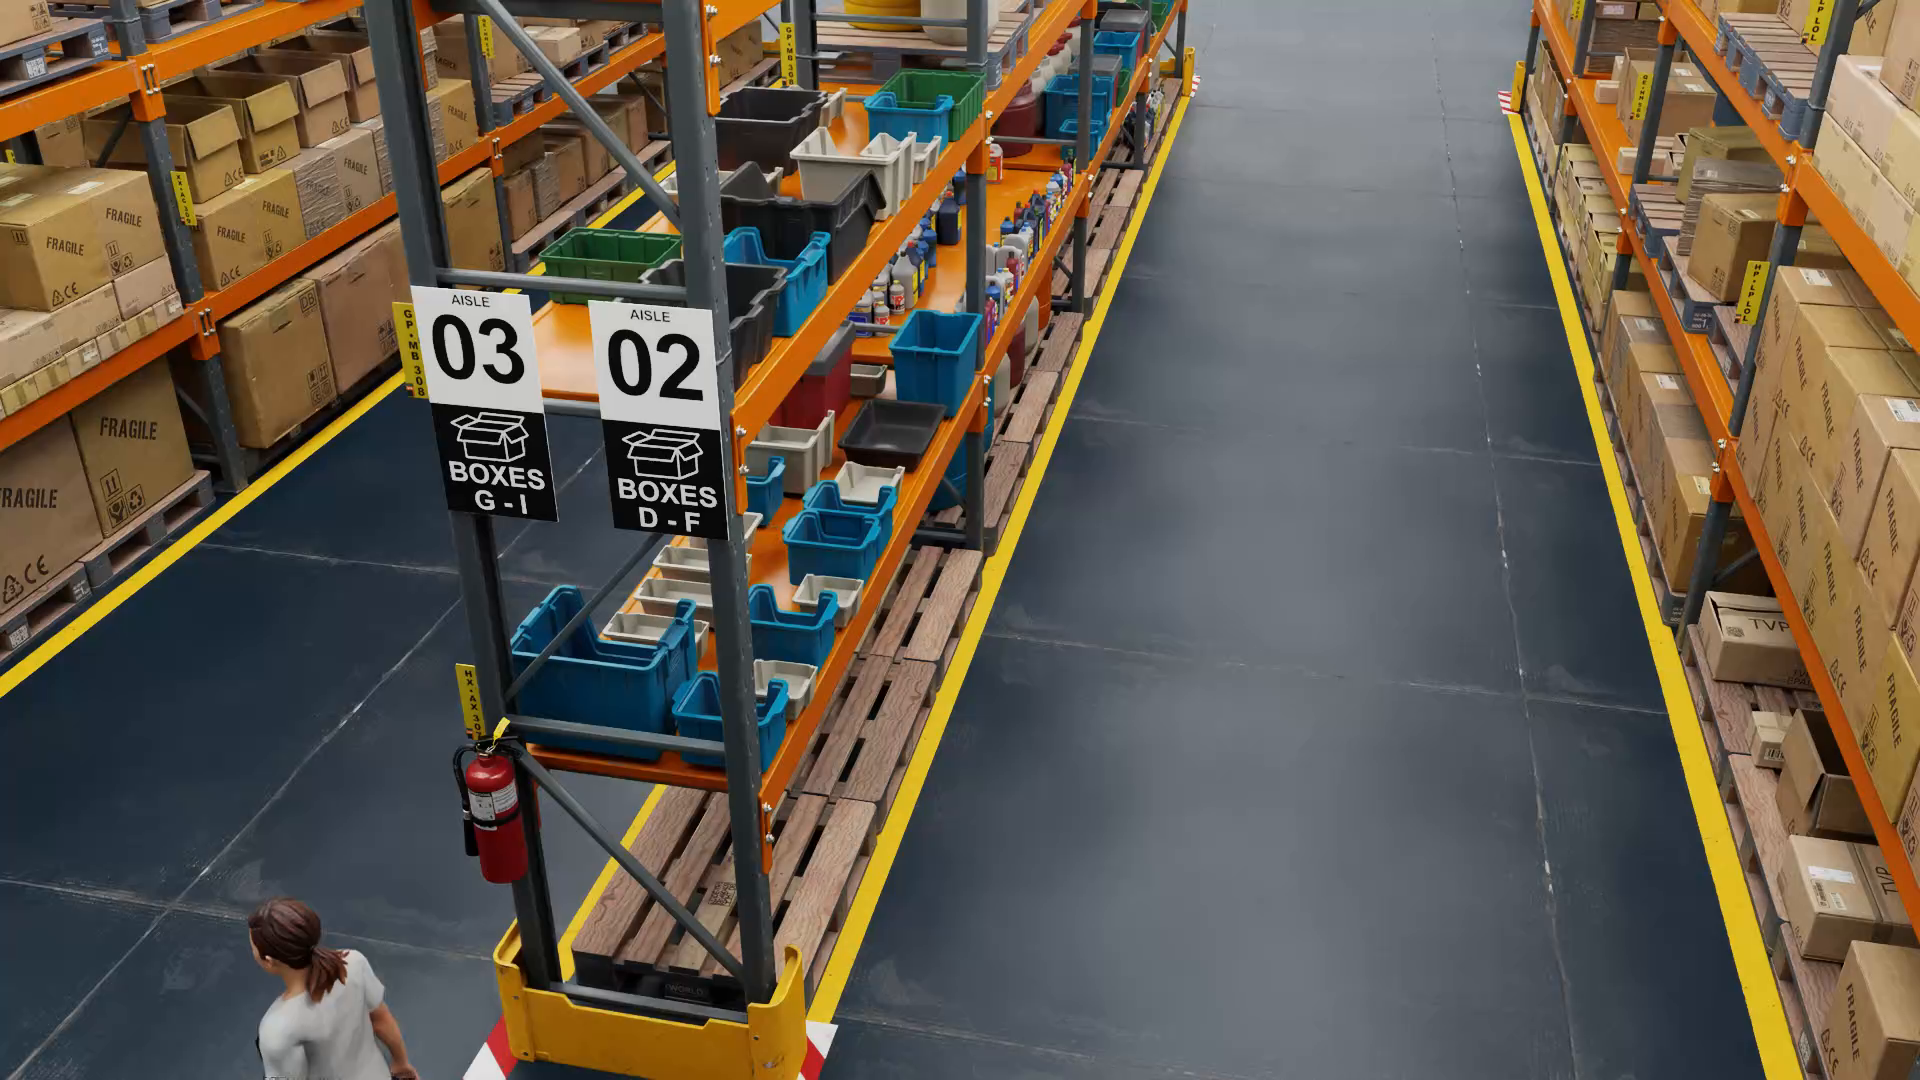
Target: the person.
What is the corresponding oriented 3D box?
[{"bbox_3d":[-1.991,1.814,5.296,0.433,1.693,0.487,9,30,17],"label":"person"}]
